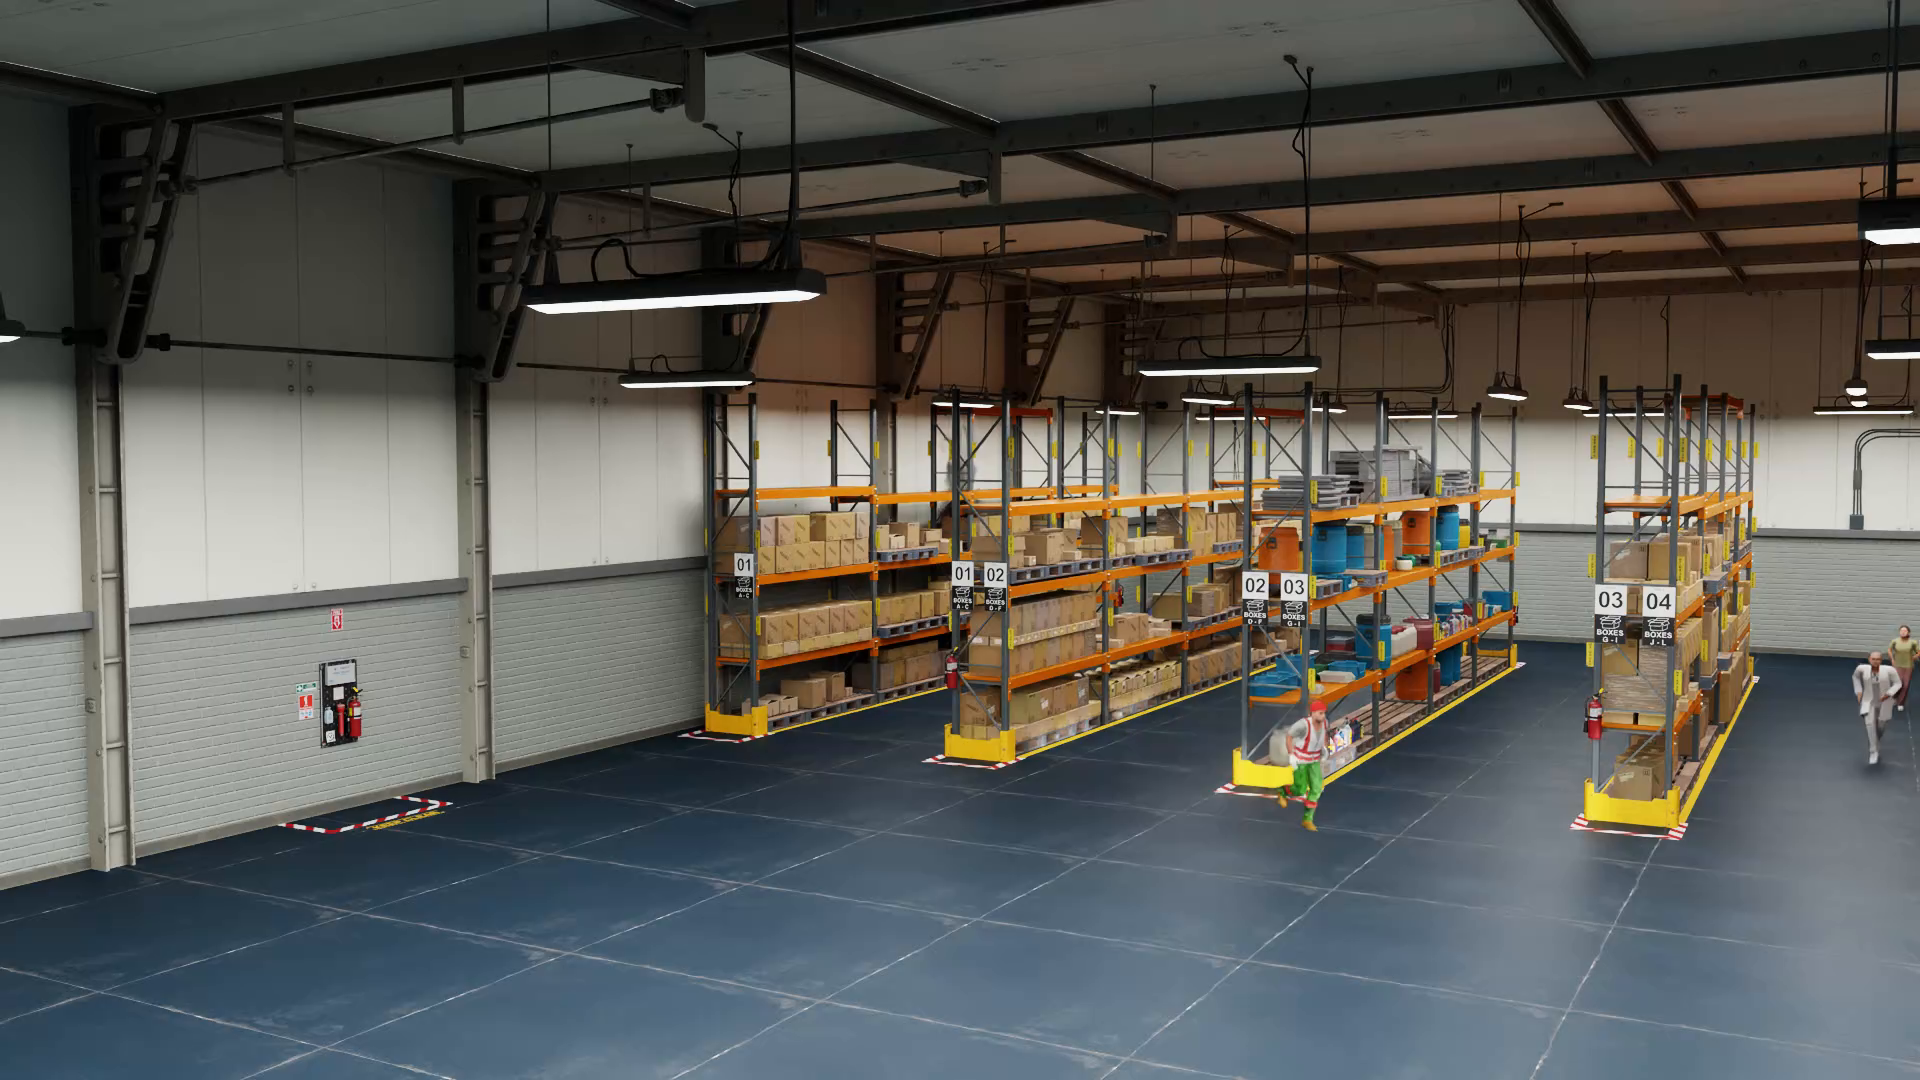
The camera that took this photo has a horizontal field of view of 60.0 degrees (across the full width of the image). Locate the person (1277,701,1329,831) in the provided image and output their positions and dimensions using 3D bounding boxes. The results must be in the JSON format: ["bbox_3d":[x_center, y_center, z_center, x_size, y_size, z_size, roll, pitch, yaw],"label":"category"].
[{"bbox_3d":[4.582,2.966,22.209,0.660,1.729,0.941,-2,4,-32],"label":"person"}]

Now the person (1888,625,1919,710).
[{"bbox_3d":[18.137,2.459,31.941,0.565,1.637,0.542,2,4,29],"label":"person"}]

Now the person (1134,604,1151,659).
[{"bbox_3d":[4.043,2.196,36.907,0.560,1.621,0.573,2,3,27],"label":"person"}]

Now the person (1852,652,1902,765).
[{"bbox_3d":[14.845,2.678,26.941,0.712,1.778,1.170,2,4,29],"label":"person"}]
